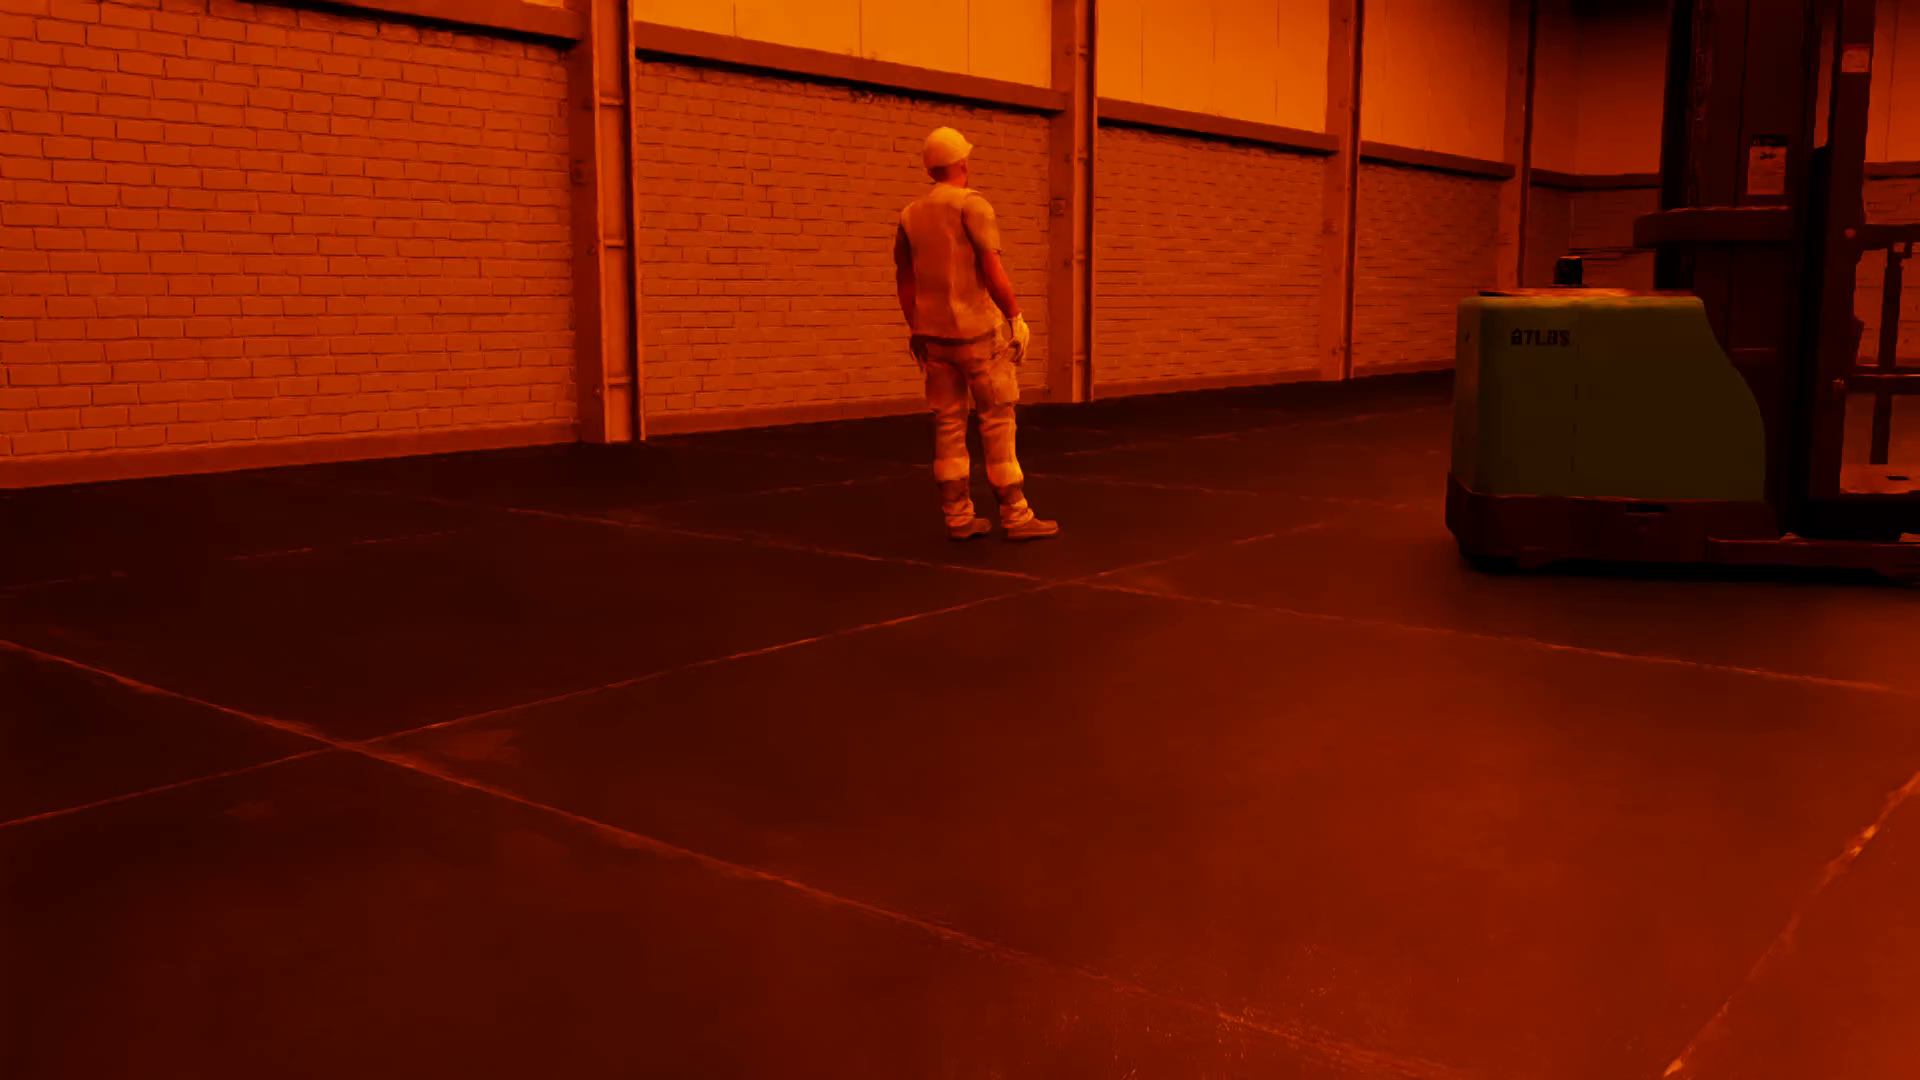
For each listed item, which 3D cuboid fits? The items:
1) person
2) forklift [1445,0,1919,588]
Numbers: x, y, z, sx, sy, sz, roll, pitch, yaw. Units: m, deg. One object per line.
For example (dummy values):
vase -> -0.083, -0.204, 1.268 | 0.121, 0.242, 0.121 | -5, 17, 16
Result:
person -> 0.059, -0.900, 7.330 | 0.637, 1.787, 0.563 | 7, 11, 38
forklift -> 3.571, -1.351, 6.516 | 3.031, 2.935, 1.130 | 2, 8, 11
